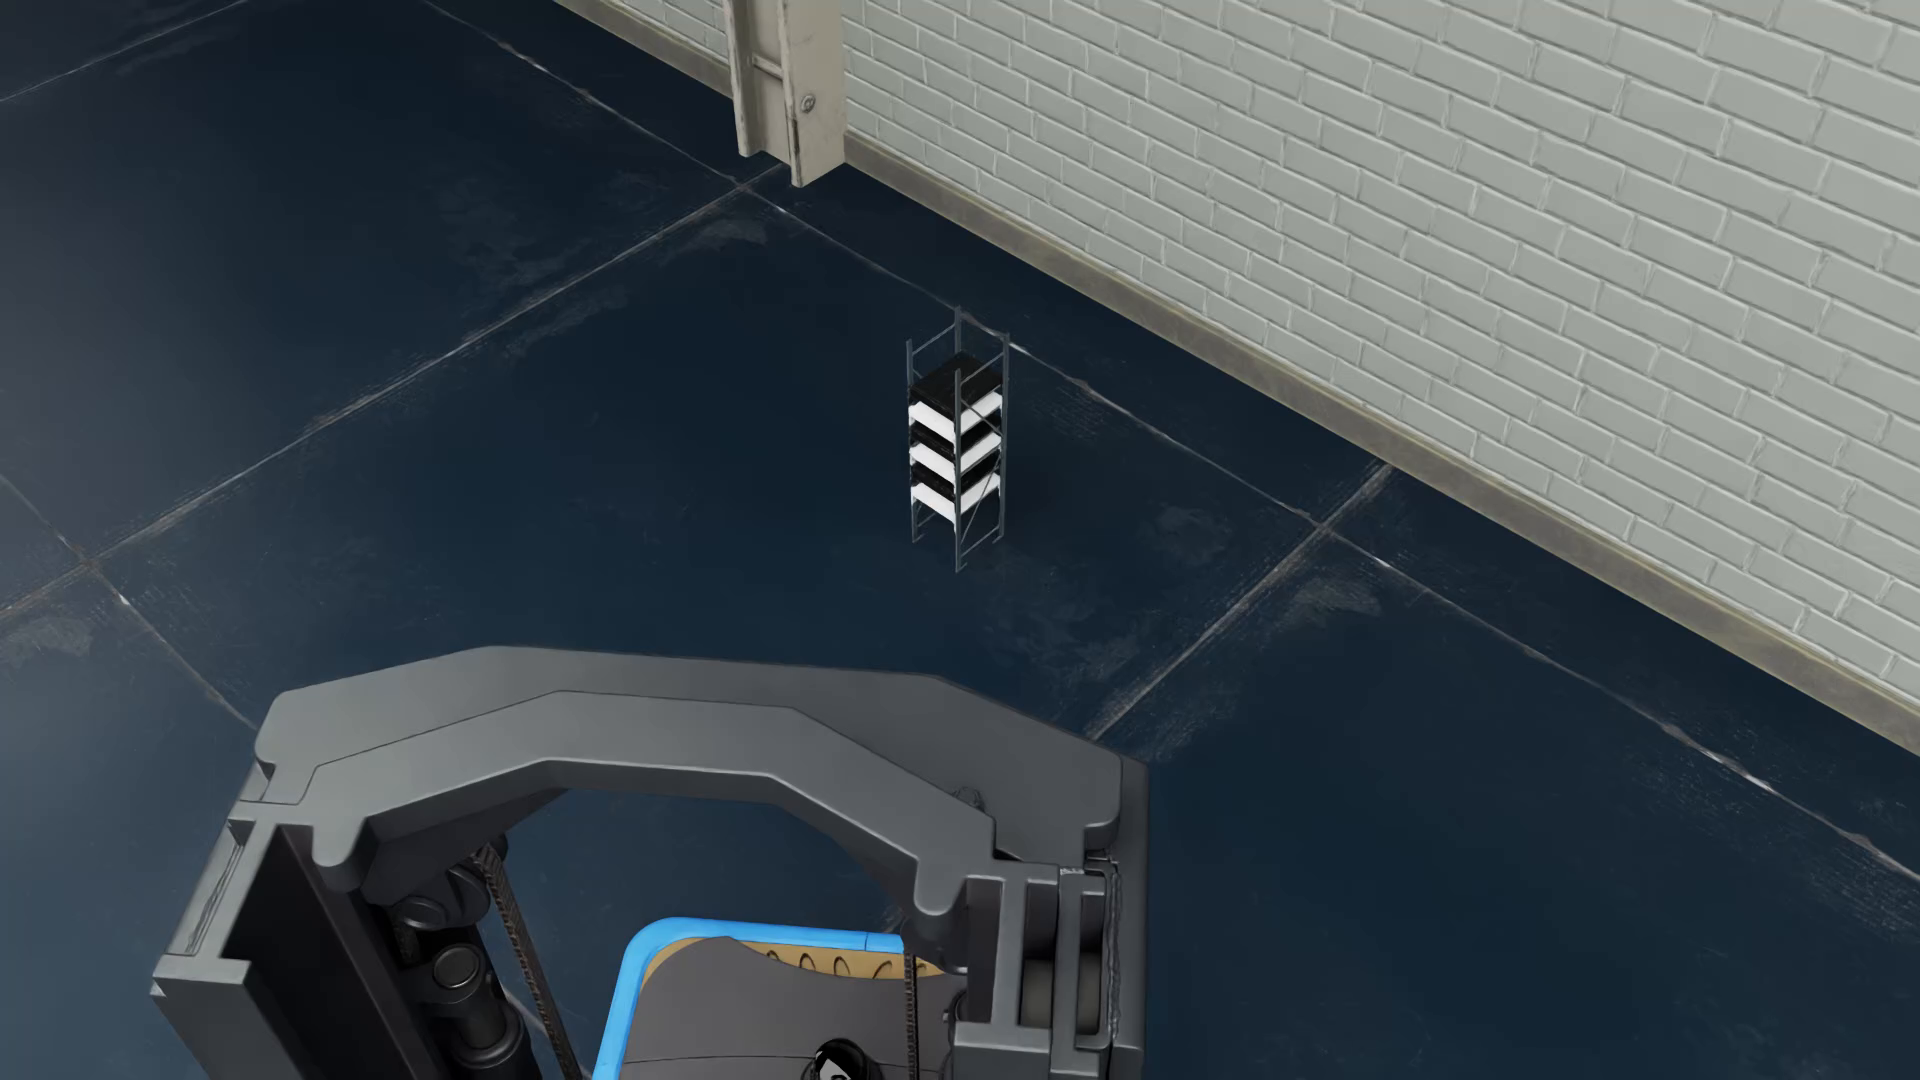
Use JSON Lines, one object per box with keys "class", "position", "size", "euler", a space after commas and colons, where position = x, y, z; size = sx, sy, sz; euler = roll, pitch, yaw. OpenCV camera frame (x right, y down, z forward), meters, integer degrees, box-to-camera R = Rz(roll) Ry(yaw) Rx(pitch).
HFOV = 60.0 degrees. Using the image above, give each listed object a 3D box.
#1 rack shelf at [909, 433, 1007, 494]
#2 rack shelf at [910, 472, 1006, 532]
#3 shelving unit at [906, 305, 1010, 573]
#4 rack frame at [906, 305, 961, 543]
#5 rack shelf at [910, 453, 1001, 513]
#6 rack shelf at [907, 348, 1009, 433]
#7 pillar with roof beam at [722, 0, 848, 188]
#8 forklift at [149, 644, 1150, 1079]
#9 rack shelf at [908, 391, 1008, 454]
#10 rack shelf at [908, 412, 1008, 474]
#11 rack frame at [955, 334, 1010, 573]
{"class": "rack shelf", "position": [-0.006, -0.289, 5.450], "size": [0.200, 0.077, 0.258], "euler": [34, 55, 28]}
{"class": "rack shelf", "position": [-0.006, -0.166, 5.581], "size": [0.200, 0.077, 0.258], "euler": [34, 55, 28]}
{"class": "shelving unit", "position": [-0.006, -0.312, 5.426], "size": [0.210, 0.900, 0.258], "euler": [34, 55, 28]}
{"class": "rack frame", "position": [-0.081, -0.362, 5.473], "size": [0.006, 0.900, 0.240], "euler": [34, 55, 28]}
{"class": "rack shelf", "position": [-0.006, -0.228, 5.516], "size": [0.200, 0.077, 0.258], "euler": [34, 55, 28]}
{"class": "rack shelf", "position": [-0.006, -0.474, 5.253], "size": [0.200, 0.077, 0.258], "euler": [34, 55, 28]}
{"class": "pillar with roof beam", "position": [-3.652, -2.472, 1.898], "size": [0.400, 9.000, 9.100], "euler": [34, 55, 28]}
{"class": "forklift", "position": [-0.331, 1.632, 2.207], "size": [1.130, 2.935, 3.031], "euler": [4, 47, 4]}
{"class": "rack shelf", "position": [-0.006, -0.412, 5.319], "size": [0.200, 0.077, 0.258], "euler": [34, 55, 28]}
{"class": "rack shelf", "position": [-0.006, -0.351, 5.384], "size": [0.200, 0.077, 0.258], "euler": [34, 55, 28]}
{"class": "rack frame", "position": [0.069, -0.262, 5.379], "size": [0.006, 0.900, 0.240], "euler": [34, 55, 28]}
